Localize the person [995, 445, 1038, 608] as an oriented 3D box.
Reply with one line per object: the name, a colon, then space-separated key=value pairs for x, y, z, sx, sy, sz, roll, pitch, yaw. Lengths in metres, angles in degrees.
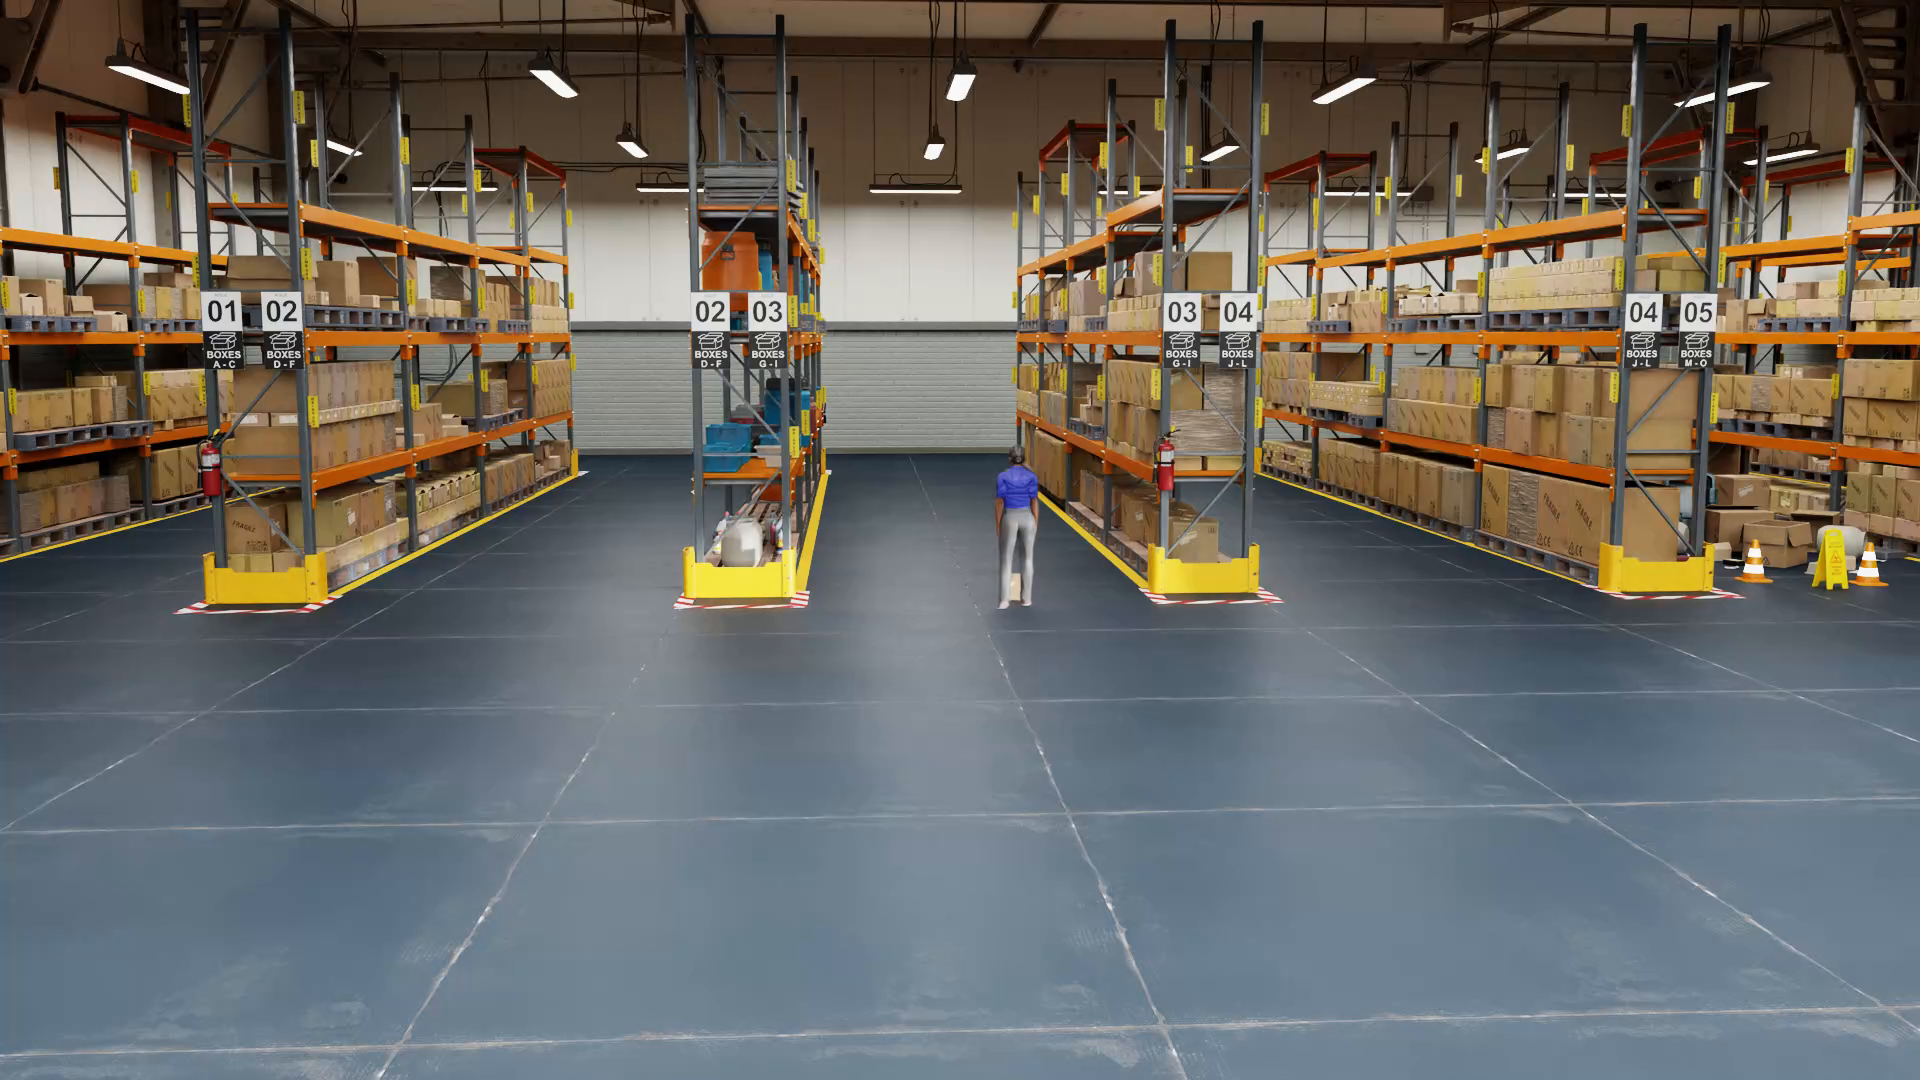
person: x=0.576 y=-0.097 z=16.951 sx=0.443 sy=1.749 sz=0.390 roll=0 pitch=7 yaw=-3
